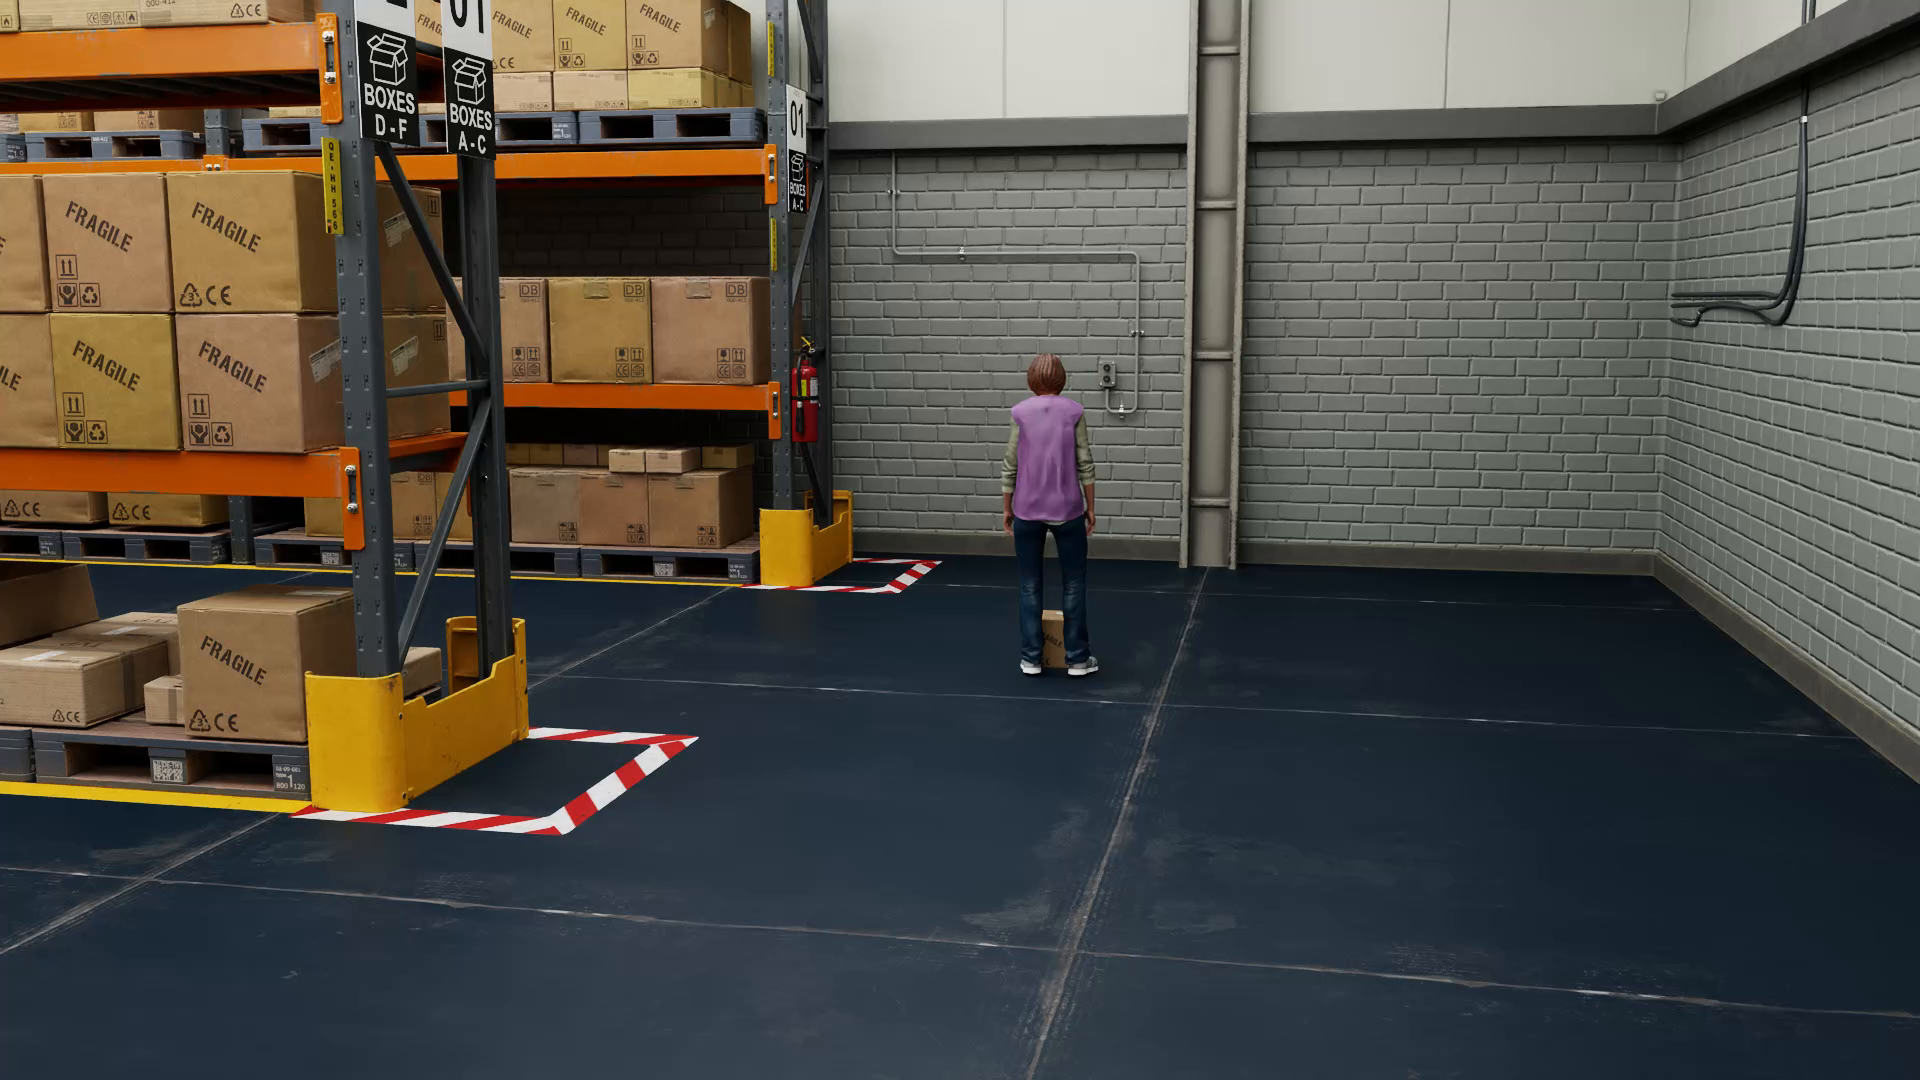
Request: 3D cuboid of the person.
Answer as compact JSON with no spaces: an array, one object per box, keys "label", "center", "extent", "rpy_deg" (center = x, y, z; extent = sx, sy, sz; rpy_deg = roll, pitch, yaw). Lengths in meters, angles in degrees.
[{"label":"person","center":[0.454,-0.121,8.208],"extent":[0.461,1.591,0.344],"rpy_deg":[1,8,9]}]
